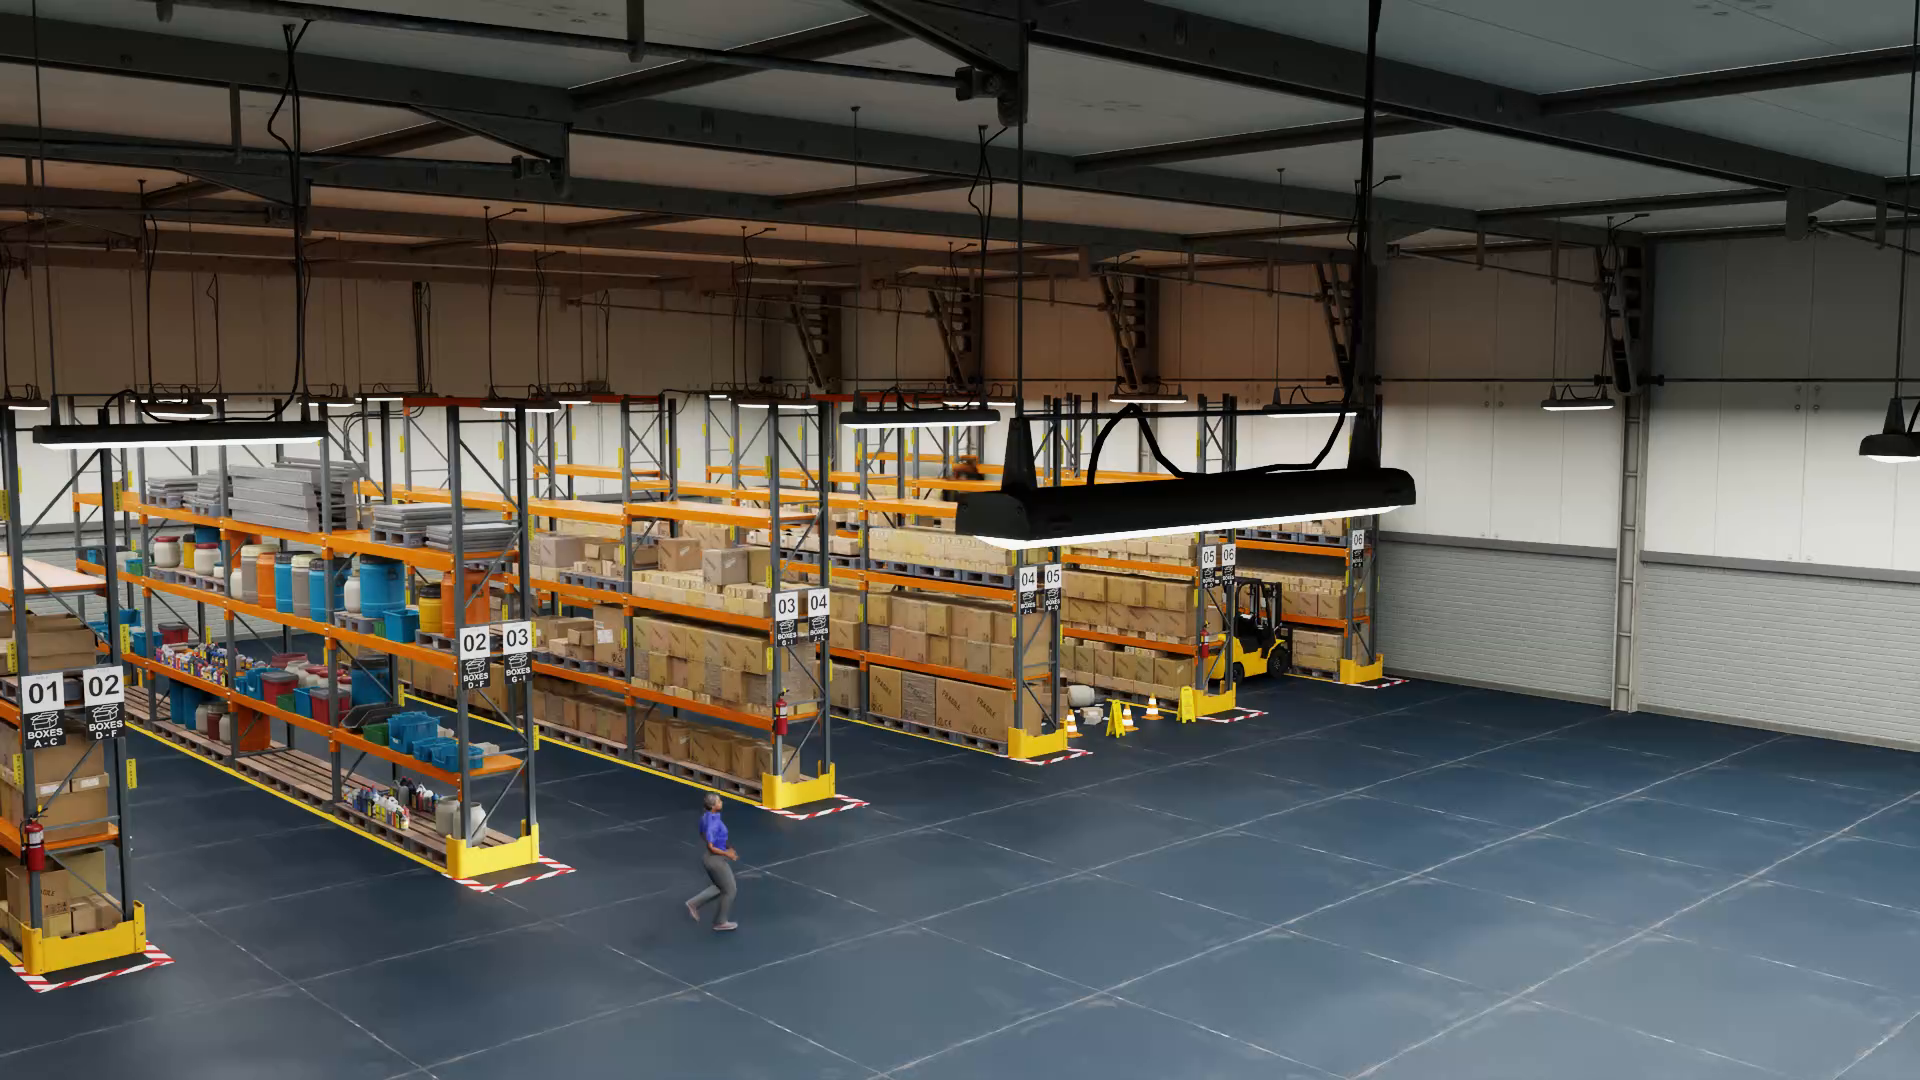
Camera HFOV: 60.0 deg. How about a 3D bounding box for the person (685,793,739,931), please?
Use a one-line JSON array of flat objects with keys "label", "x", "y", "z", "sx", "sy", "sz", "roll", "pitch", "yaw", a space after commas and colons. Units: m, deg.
[{"label": "person", "x": -2.838, "y": 3.690, "z": 19.052, "sx": 0.570, "sy": 1.603, "sz": 0.575, "roll": -2, "pitch": 6, "yaw": -19}]
